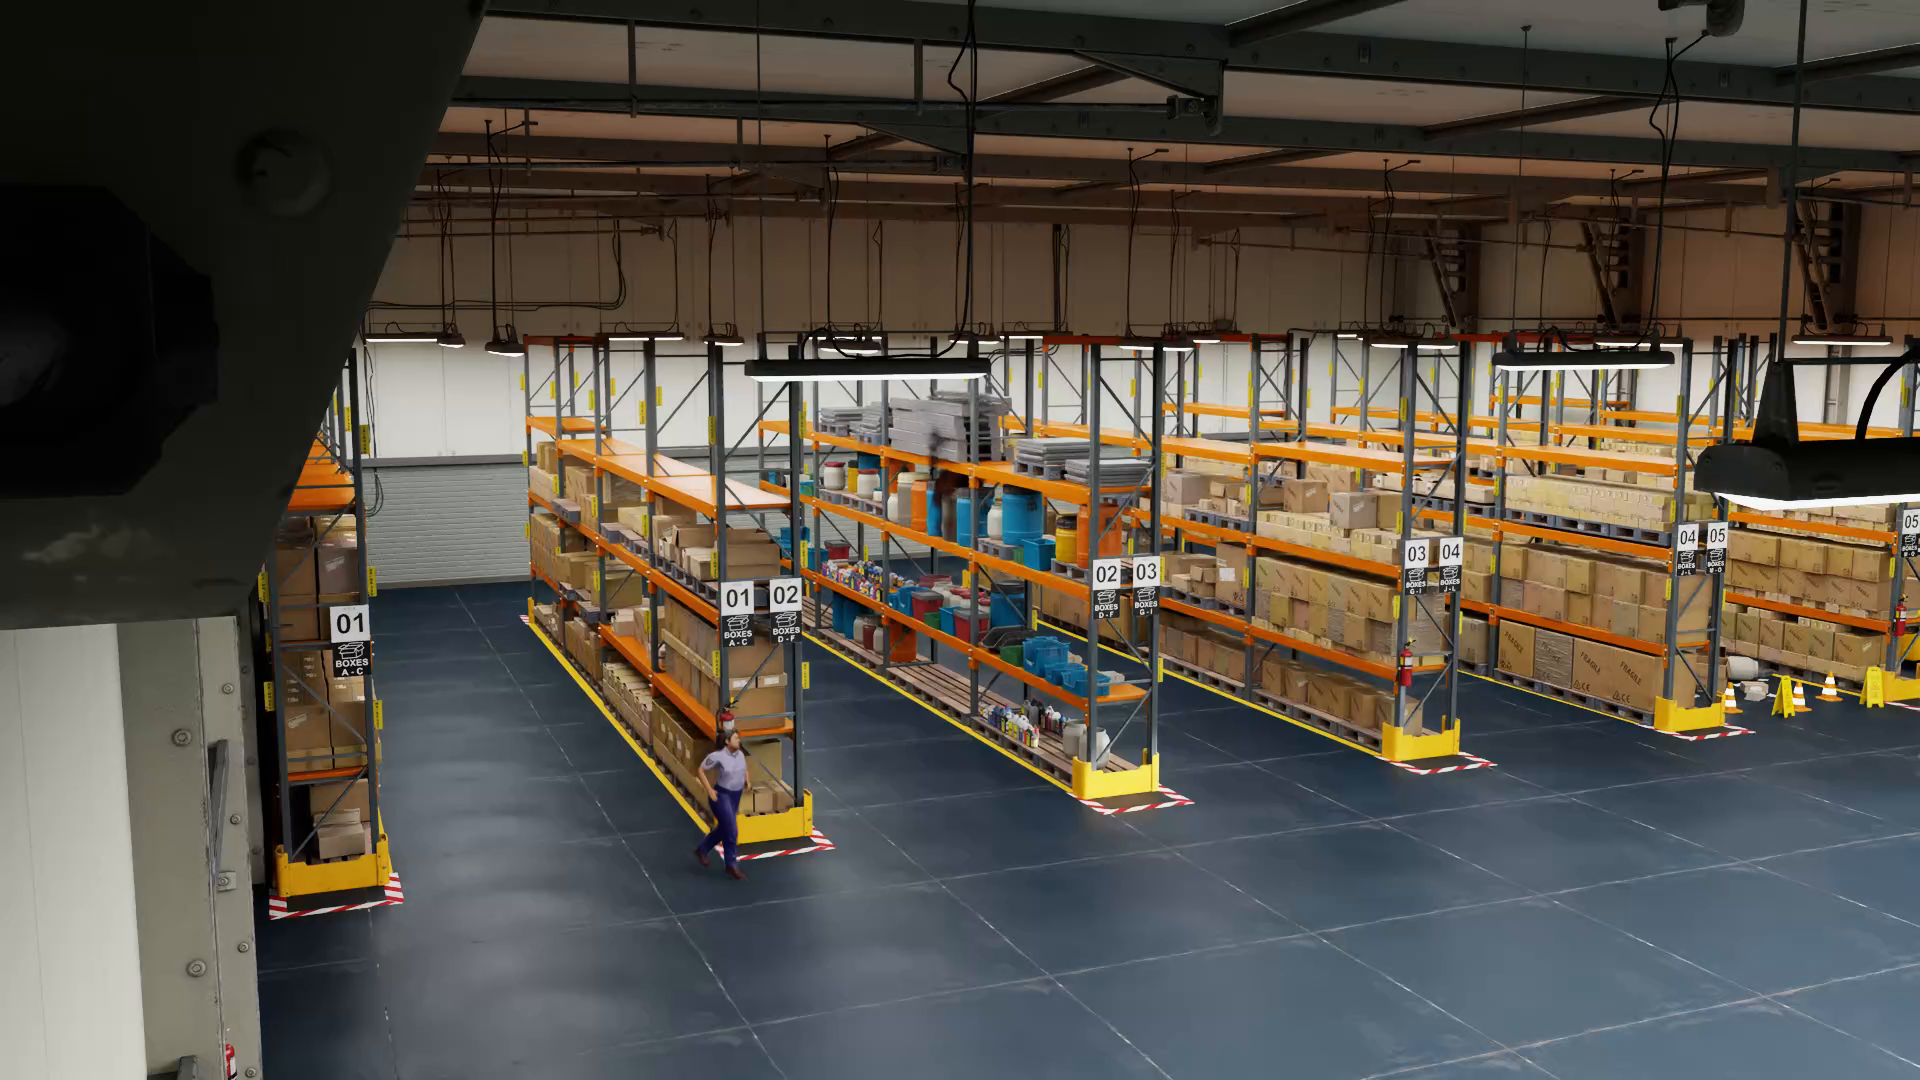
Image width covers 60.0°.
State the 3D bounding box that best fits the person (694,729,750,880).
[{"bbox_3d":[-2.672,3.000,19.131,0.784,1.661,0.606,4,9,28],"label":"person"}]
